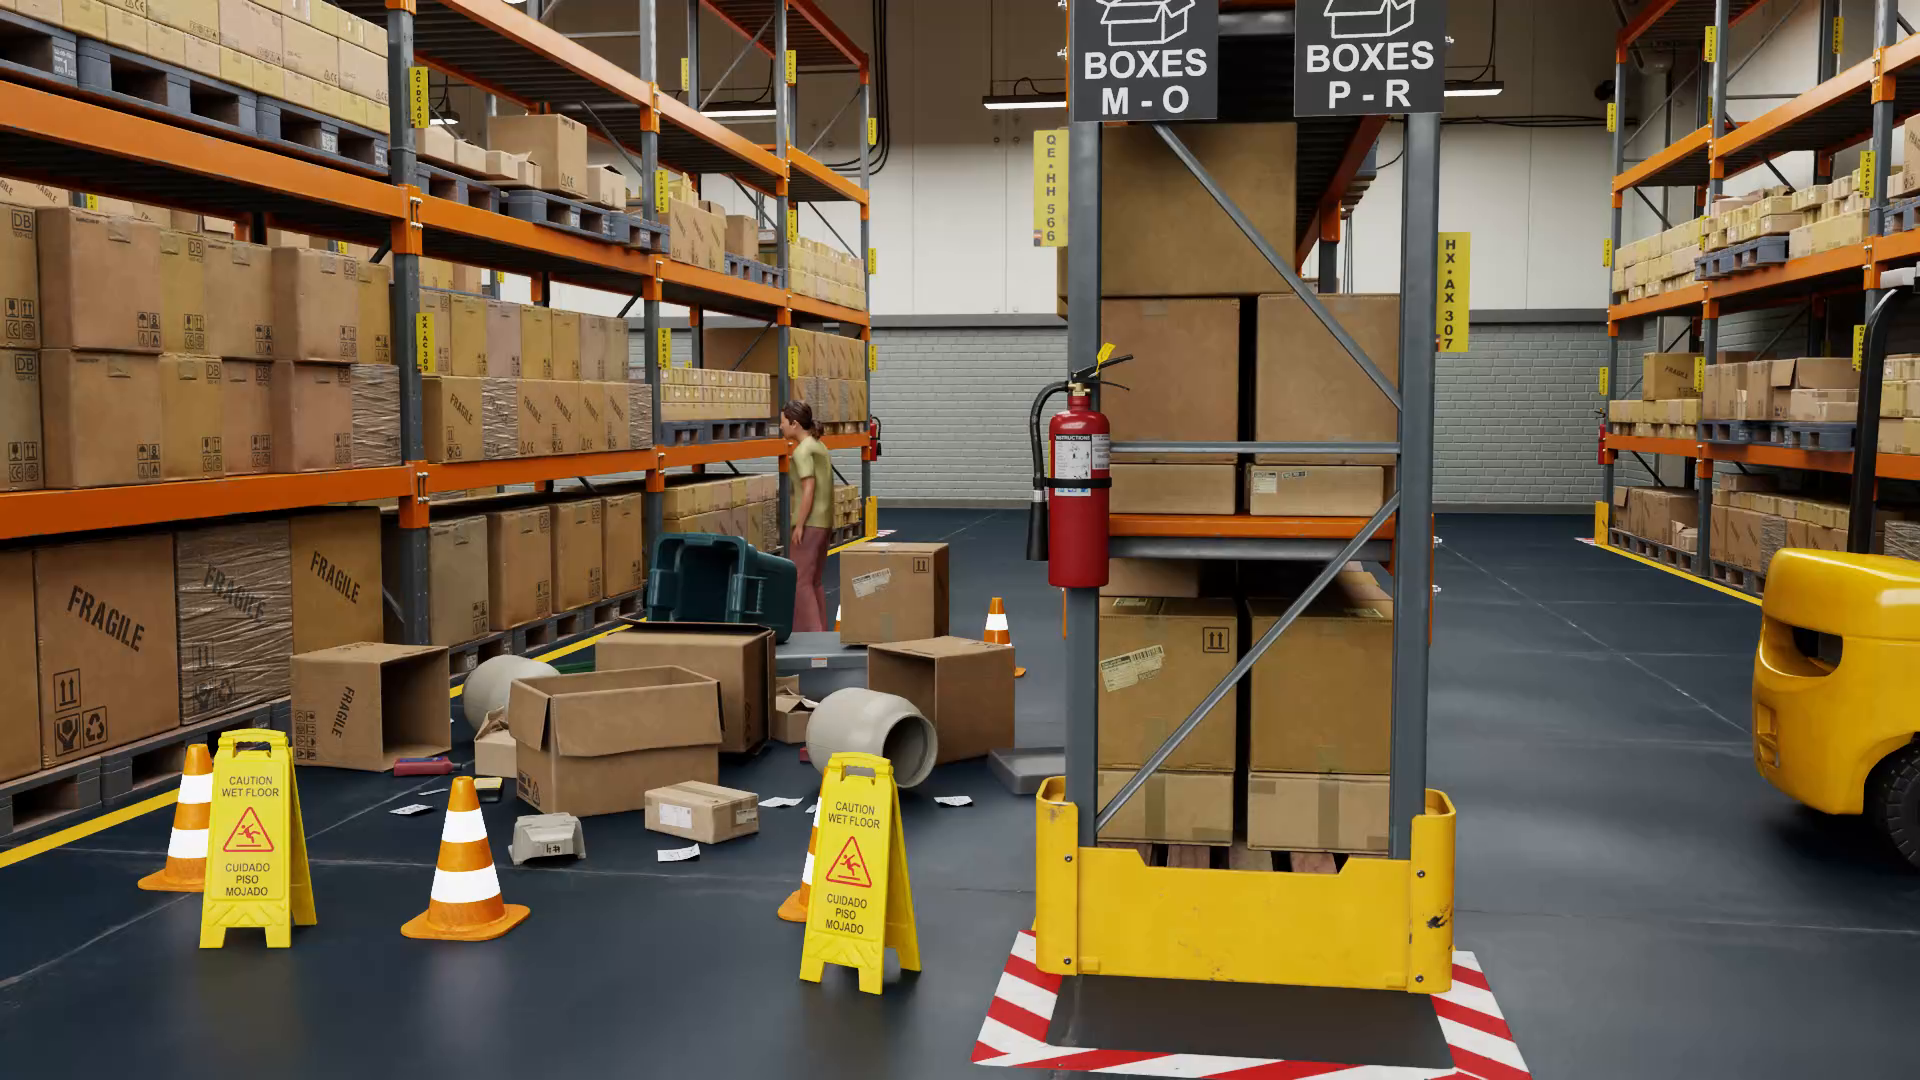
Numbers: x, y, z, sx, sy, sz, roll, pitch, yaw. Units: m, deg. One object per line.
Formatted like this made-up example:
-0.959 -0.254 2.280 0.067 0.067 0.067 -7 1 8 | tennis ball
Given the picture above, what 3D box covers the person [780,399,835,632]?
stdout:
-0.997 -0.071 10.750 0.362 1.672 0.496 1 5 8 | person
